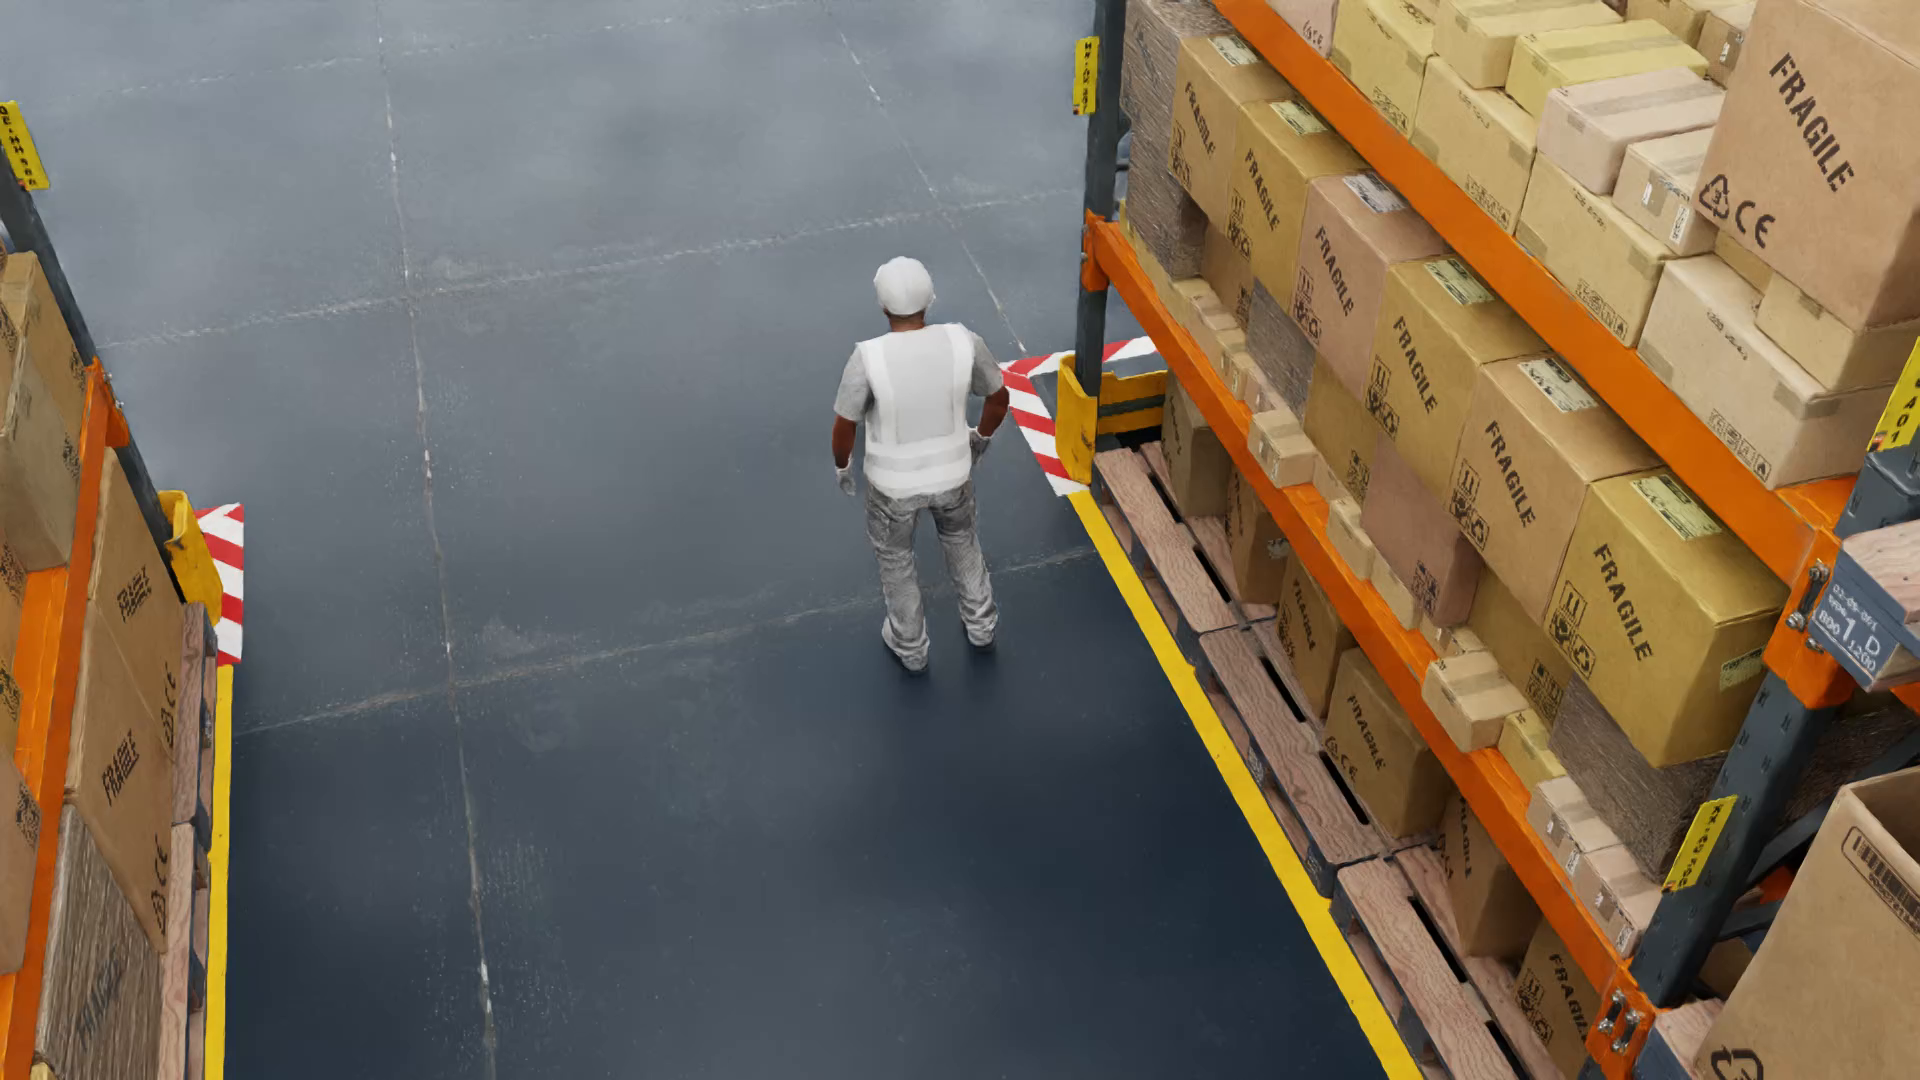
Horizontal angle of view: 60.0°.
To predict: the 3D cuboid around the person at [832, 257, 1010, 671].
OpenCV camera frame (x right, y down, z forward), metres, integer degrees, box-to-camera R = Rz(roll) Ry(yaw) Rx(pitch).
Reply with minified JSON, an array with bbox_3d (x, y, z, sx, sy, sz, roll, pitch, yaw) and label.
[{"bbox_3d":[-0.159,-0.295,6.501,0.698,1.744,0.521,-13,43,-14],"label":"person"}]
